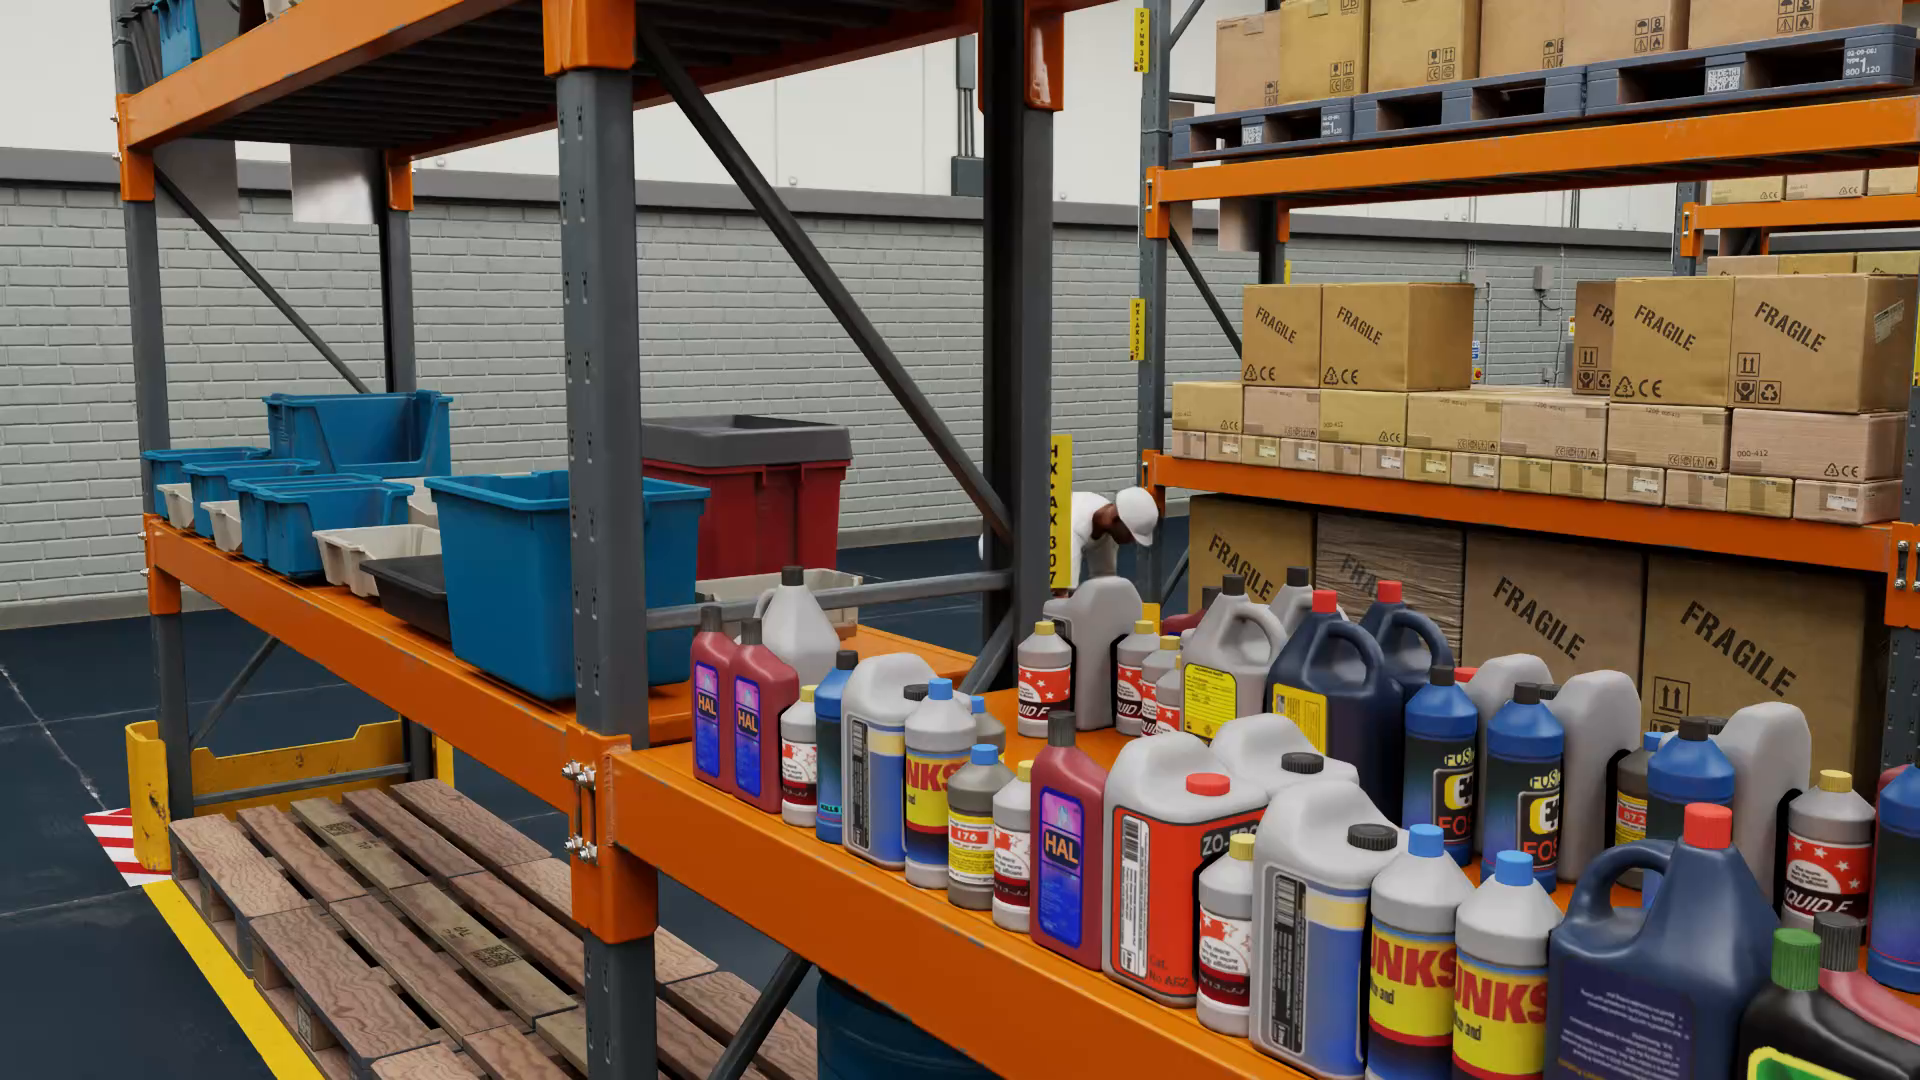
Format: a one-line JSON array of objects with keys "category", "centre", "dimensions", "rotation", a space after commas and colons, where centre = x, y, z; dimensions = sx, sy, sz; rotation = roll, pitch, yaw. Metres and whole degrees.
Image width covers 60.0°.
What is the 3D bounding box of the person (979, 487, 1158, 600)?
[{"category": "person", "centre": [0.549, 0.332, 8.210], "dimensions": [0.956, 1.240, 0.472], "rotation": [6, 10, 37]}]
